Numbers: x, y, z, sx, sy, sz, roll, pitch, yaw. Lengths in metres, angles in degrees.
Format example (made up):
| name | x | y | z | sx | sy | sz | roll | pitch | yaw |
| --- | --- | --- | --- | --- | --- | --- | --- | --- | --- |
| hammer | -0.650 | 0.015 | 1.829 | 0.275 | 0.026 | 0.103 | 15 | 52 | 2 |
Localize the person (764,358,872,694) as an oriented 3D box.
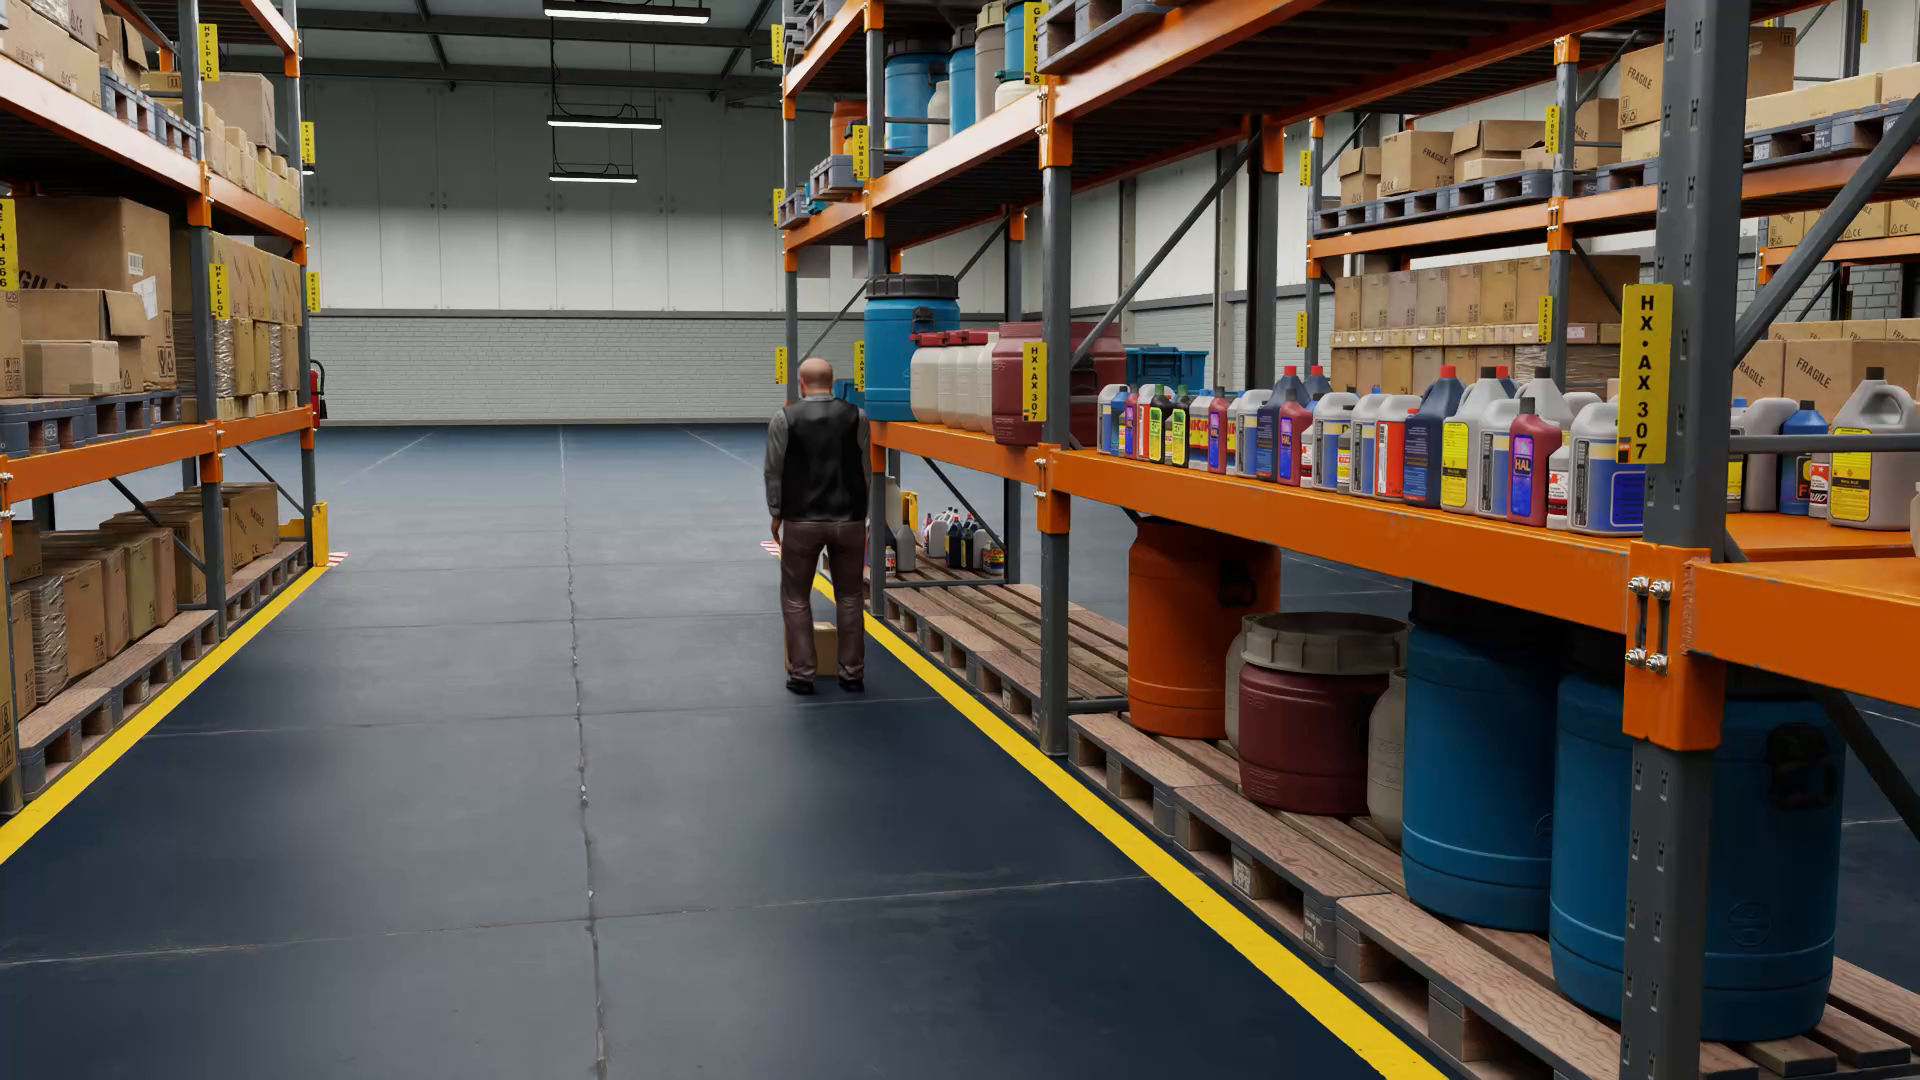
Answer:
| name | x | y | z | sx | sy | sz | roll | pitch | yaw |
| --- | --- | --- | --- | --- | --- | --- | --- | --- | --- |
| person | -0.717 | -0.073 | 8.430 | 0.549 | 1.691 | 0.364 | -1 | 6 | -12 |
